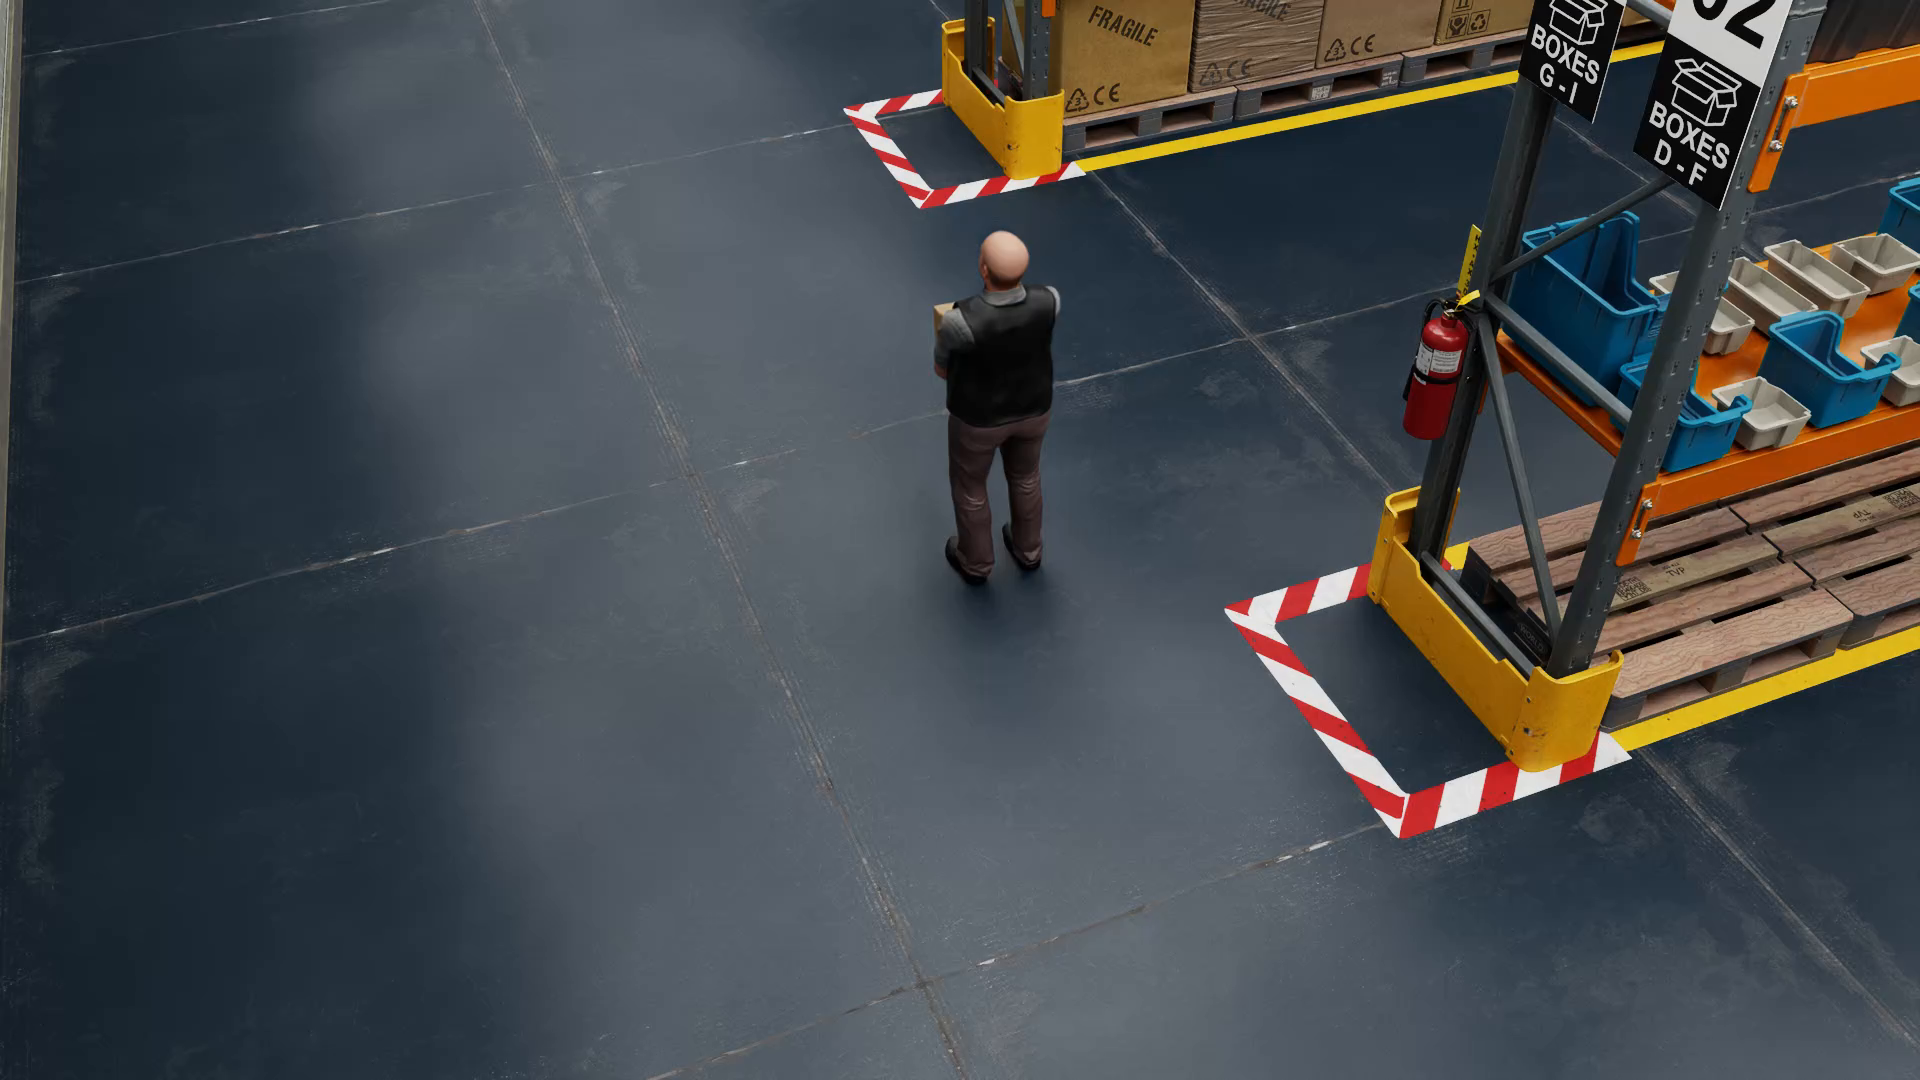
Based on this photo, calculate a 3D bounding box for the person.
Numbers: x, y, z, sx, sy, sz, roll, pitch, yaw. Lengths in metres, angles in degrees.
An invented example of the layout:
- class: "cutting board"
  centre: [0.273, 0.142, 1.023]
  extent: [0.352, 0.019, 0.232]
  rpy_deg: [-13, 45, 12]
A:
- class: "person"
  centre: [0.110, -0.586, 6.848]
  extent: [0.494, 1.712, 0.559]
  rpy_deg: [-15, 44, -17]
